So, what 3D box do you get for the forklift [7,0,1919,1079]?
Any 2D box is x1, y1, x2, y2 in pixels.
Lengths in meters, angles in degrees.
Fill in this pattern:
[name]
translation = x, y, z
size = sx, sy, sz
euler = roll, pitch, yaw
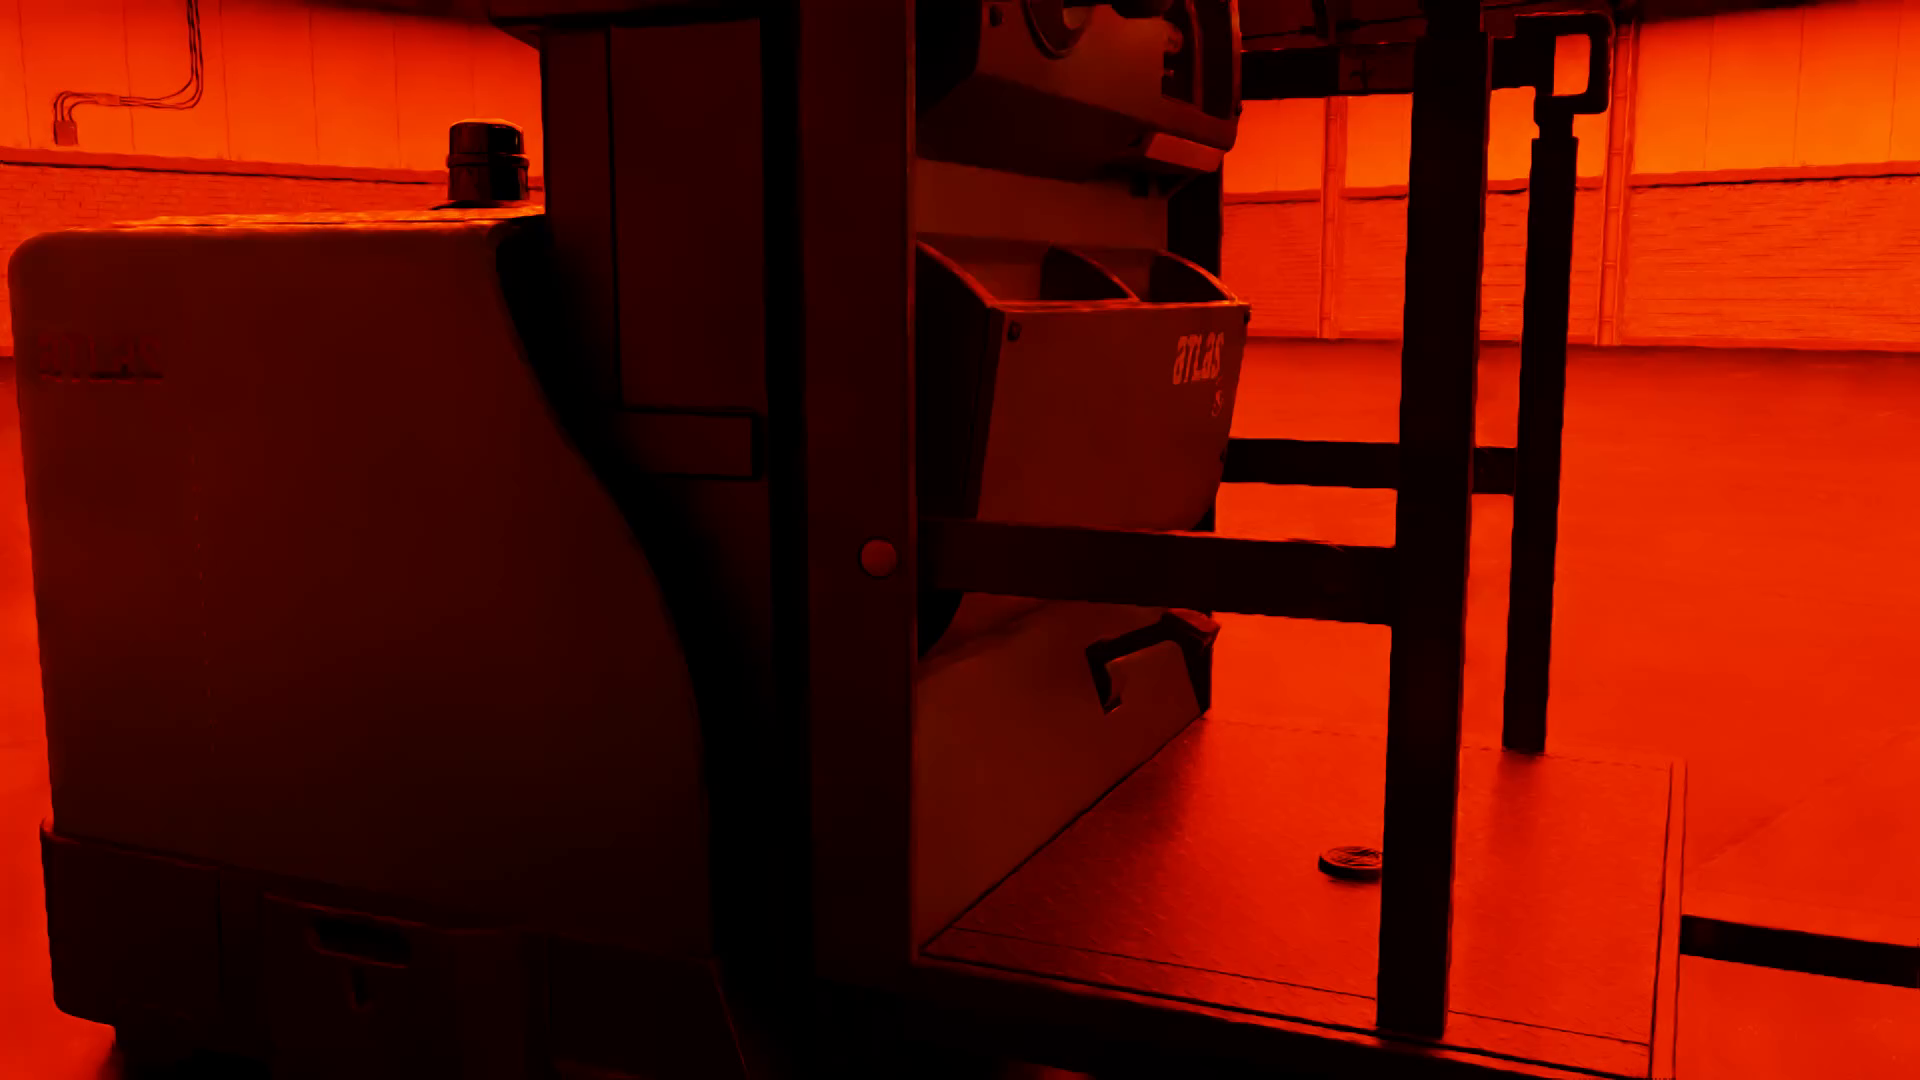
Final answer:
[forklift]
translation = 0.355, -0.749, 1.848
size = 3.031, 2.935, 1.130
euler = 4, 9, 24
